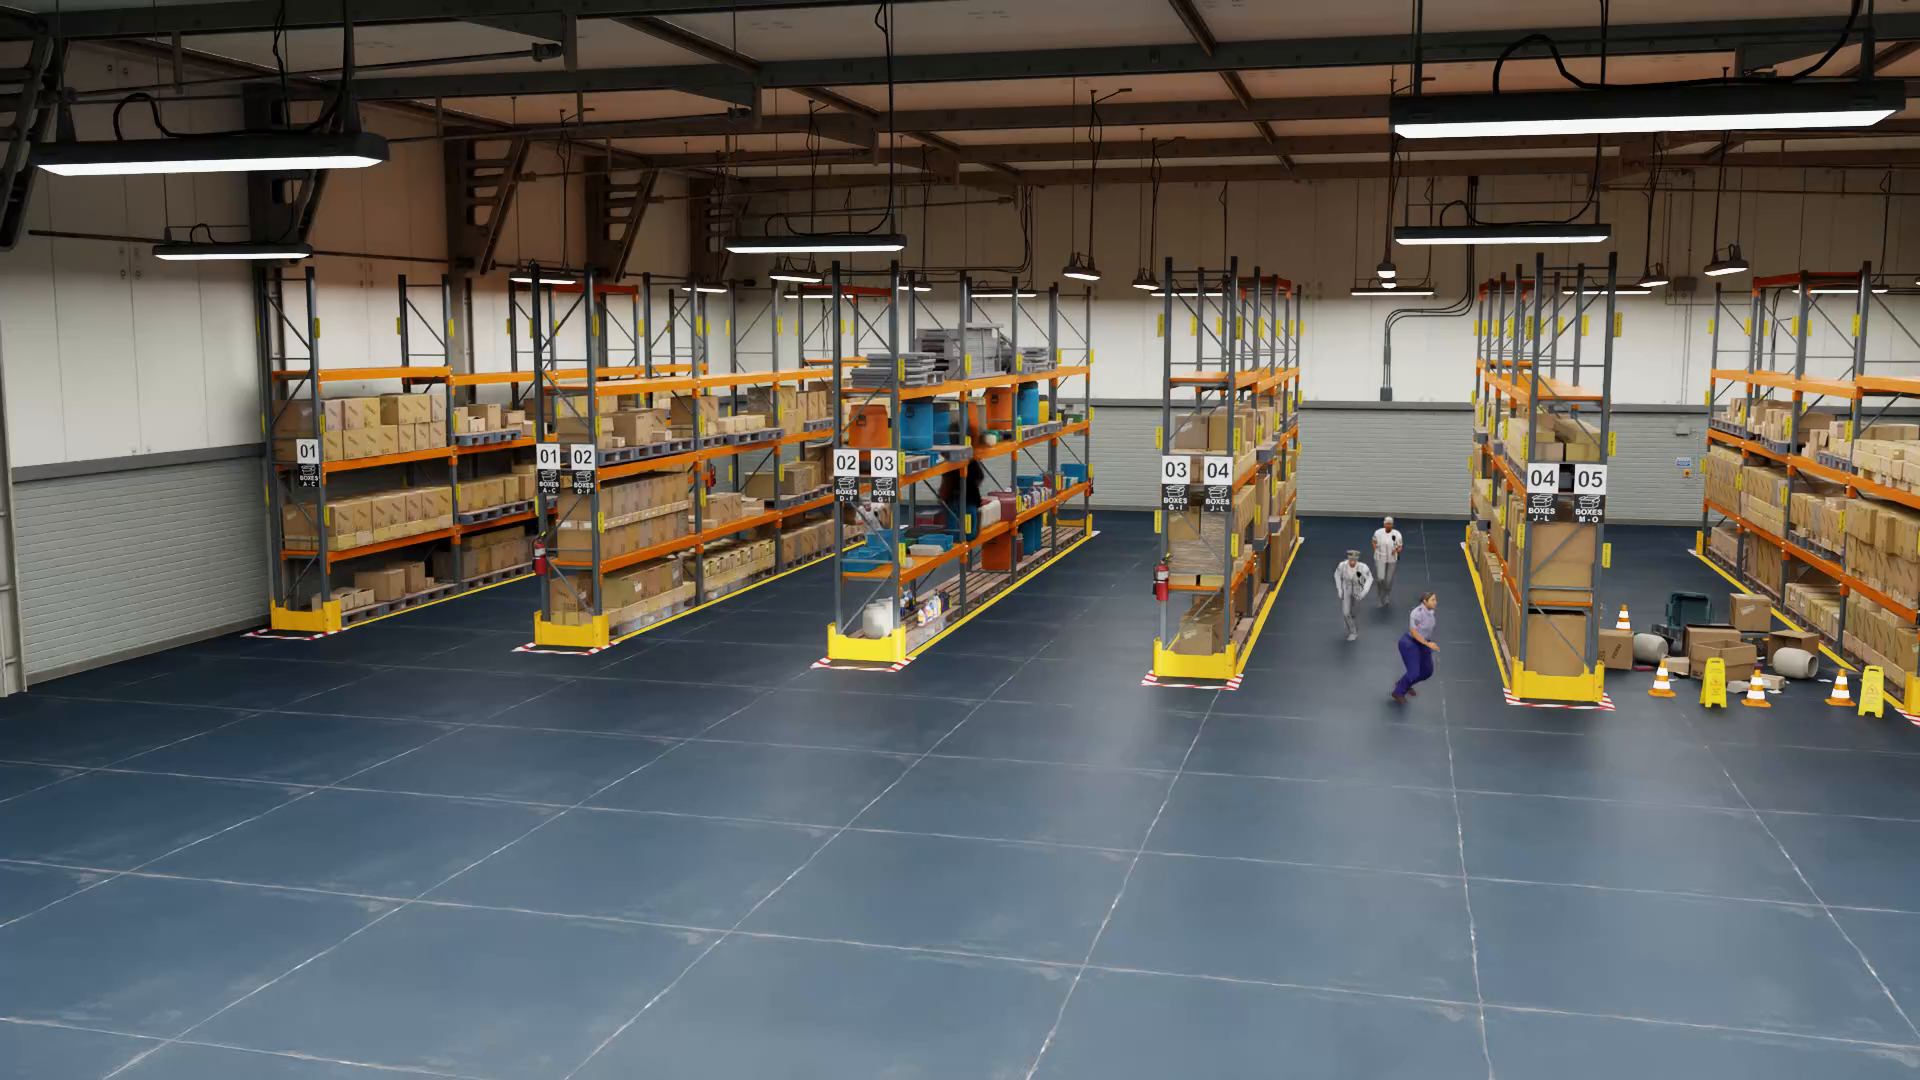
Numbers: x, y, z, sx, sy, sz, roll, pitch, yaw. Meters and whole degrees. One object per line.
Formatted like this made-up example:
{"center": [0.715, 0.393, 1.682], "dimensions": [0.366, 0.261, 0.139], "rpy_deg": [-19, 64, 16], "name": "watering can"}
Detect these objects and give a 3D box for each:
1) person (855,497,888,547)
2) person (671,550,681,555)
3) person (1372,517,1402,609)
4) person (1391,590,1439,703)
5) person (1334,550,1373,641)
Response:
{"center": [-1.884, -0.213, 35.450], "dimensions": [0.681, 1.466, 1.026], "rpy_deg": [0, 7, -1], "name": "person"}
{"center": [-5.899, -0.175, 34.212], "dimensions": [0.613, 1.788, 0.853], "rpy_deg": [3, 8, 21], "name": "person"}
{"center": [7.704, 0.404, 29.996], "dimensions": [0.497, 1.683, 0.801], "rpy_deg": [1, 7, 5], "name": "person"}
{"center": [6.115, 1.501, 22.241], "dimensions": [0.573, 1.512, 0.738], "rpy_deg": [-6, 10, -42], "name": "person"}
{"center": [6.379, 0.864, 26.959], "dimensions": [0.616, 1.492, 0.995], "rpy_deg": [2, 8, 15], "name": "person"}
